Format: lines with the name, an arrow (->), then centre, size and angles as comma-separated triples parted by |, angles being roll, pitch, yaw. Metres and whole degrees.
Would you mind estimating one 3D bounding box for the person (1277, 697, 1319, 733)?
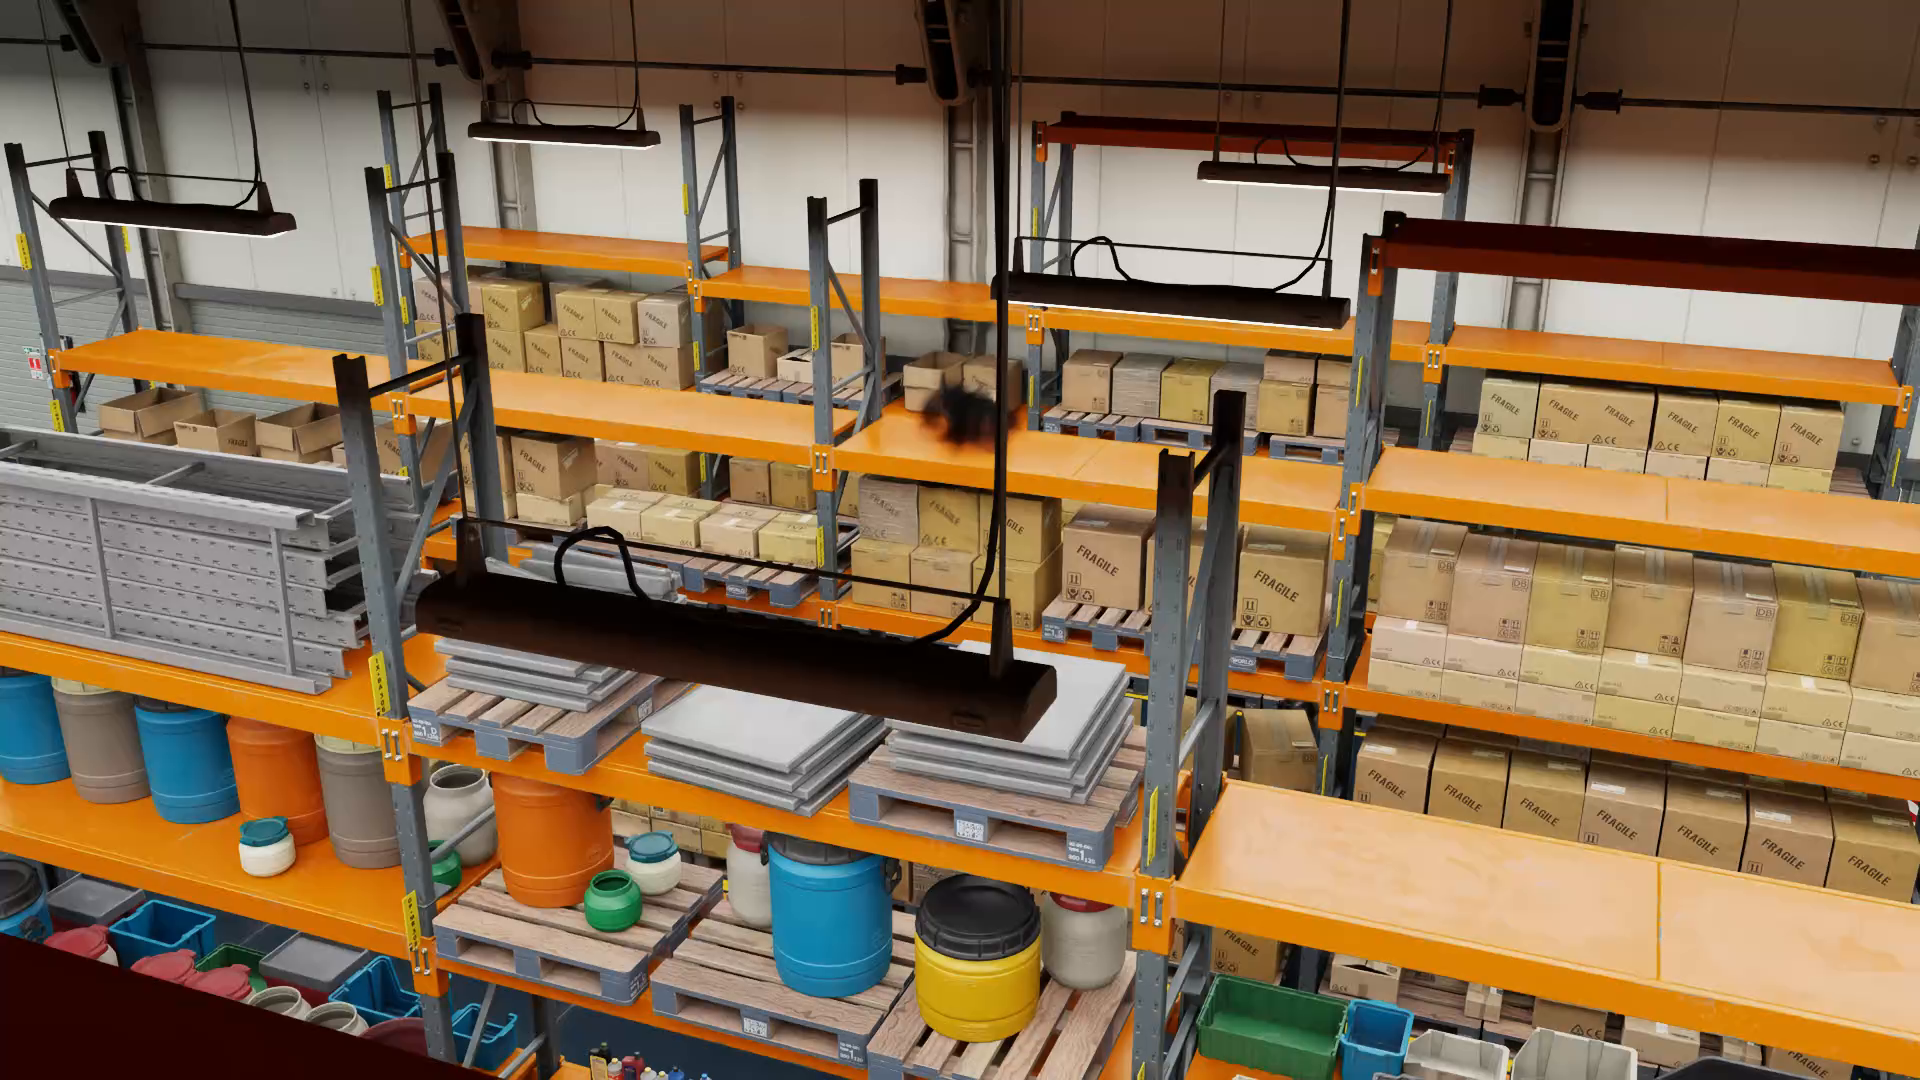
person -> 2.834, 1.950, 14.321 | 0.784, 1.765, 0.638 | 5, 21, 14
